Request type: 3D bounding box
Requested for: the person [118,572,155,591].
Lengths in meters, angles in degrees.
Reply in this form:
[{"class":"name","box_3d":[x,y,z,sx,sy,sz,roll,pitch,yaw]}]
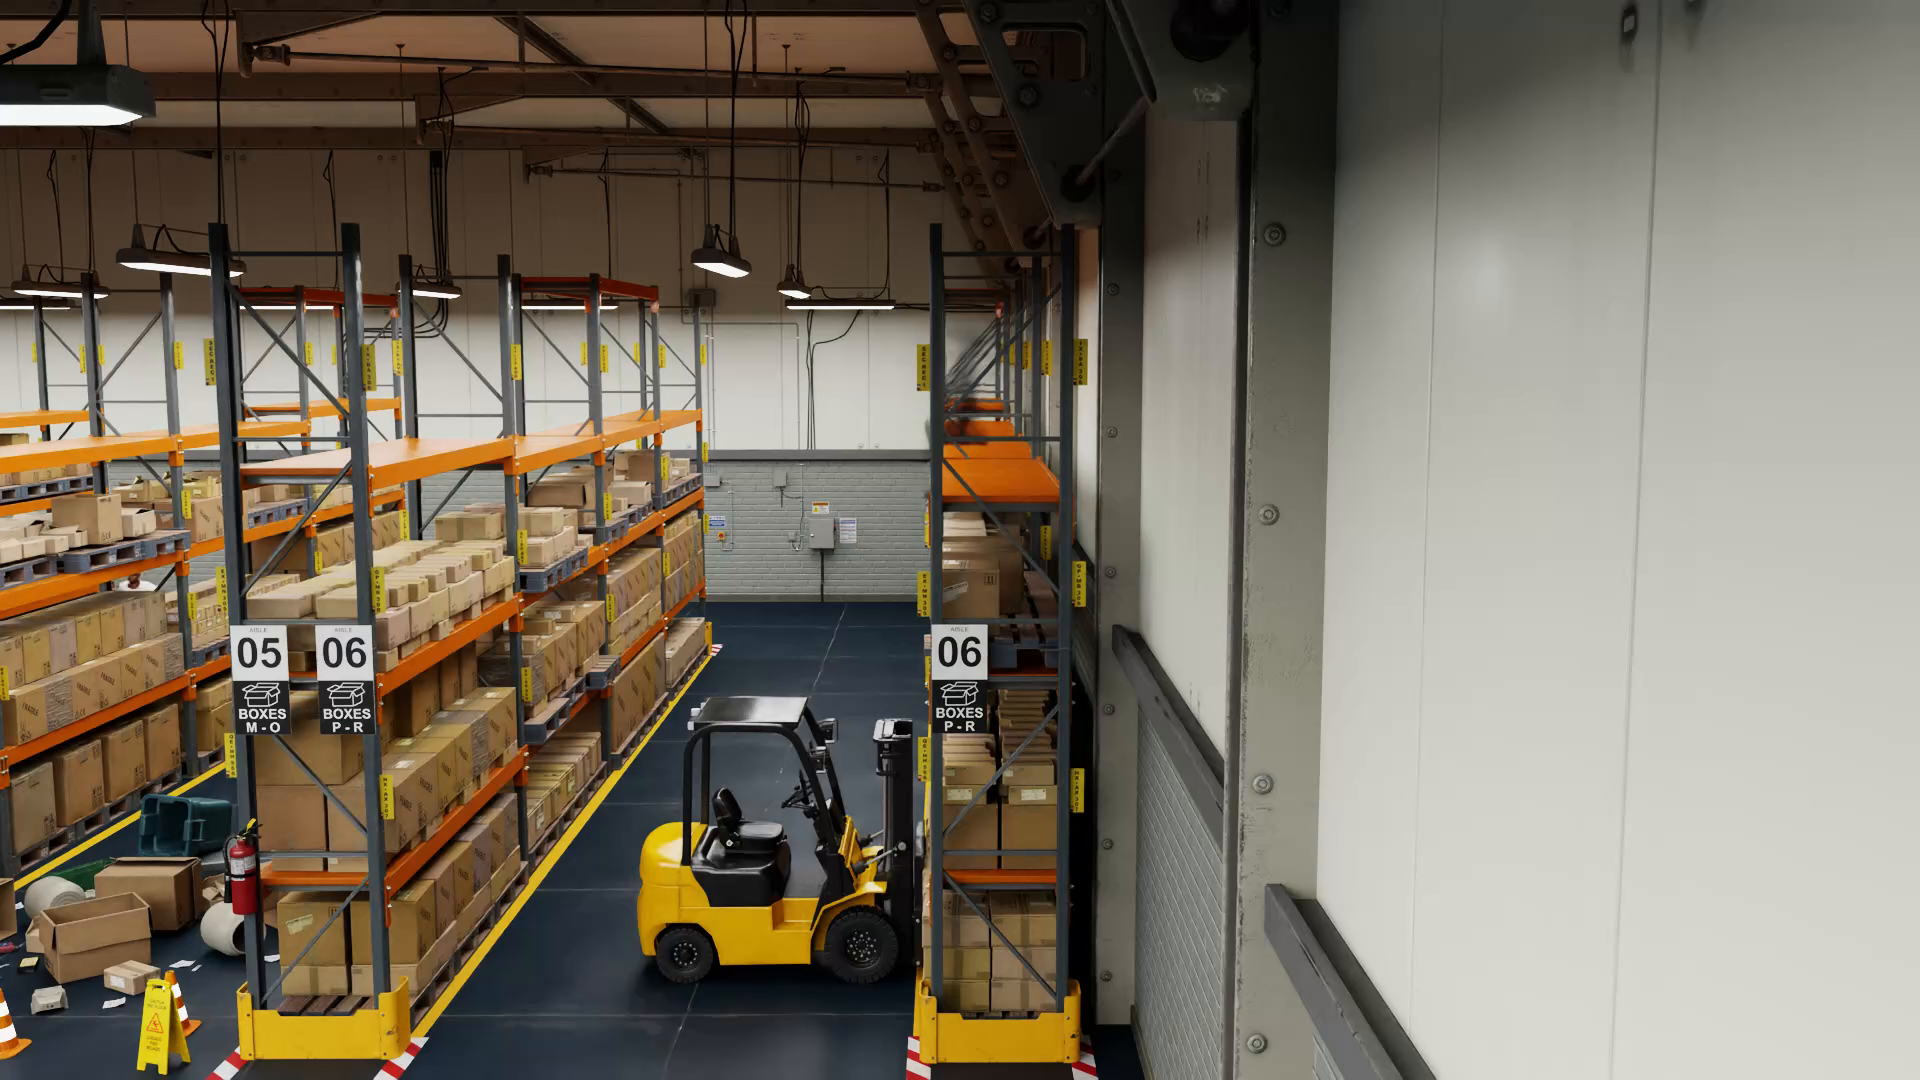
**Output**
[{"class":"person","box_3d":[-12.869,1.274,26.064,0.627,1.810,0.864,-2,7,-13]}]
